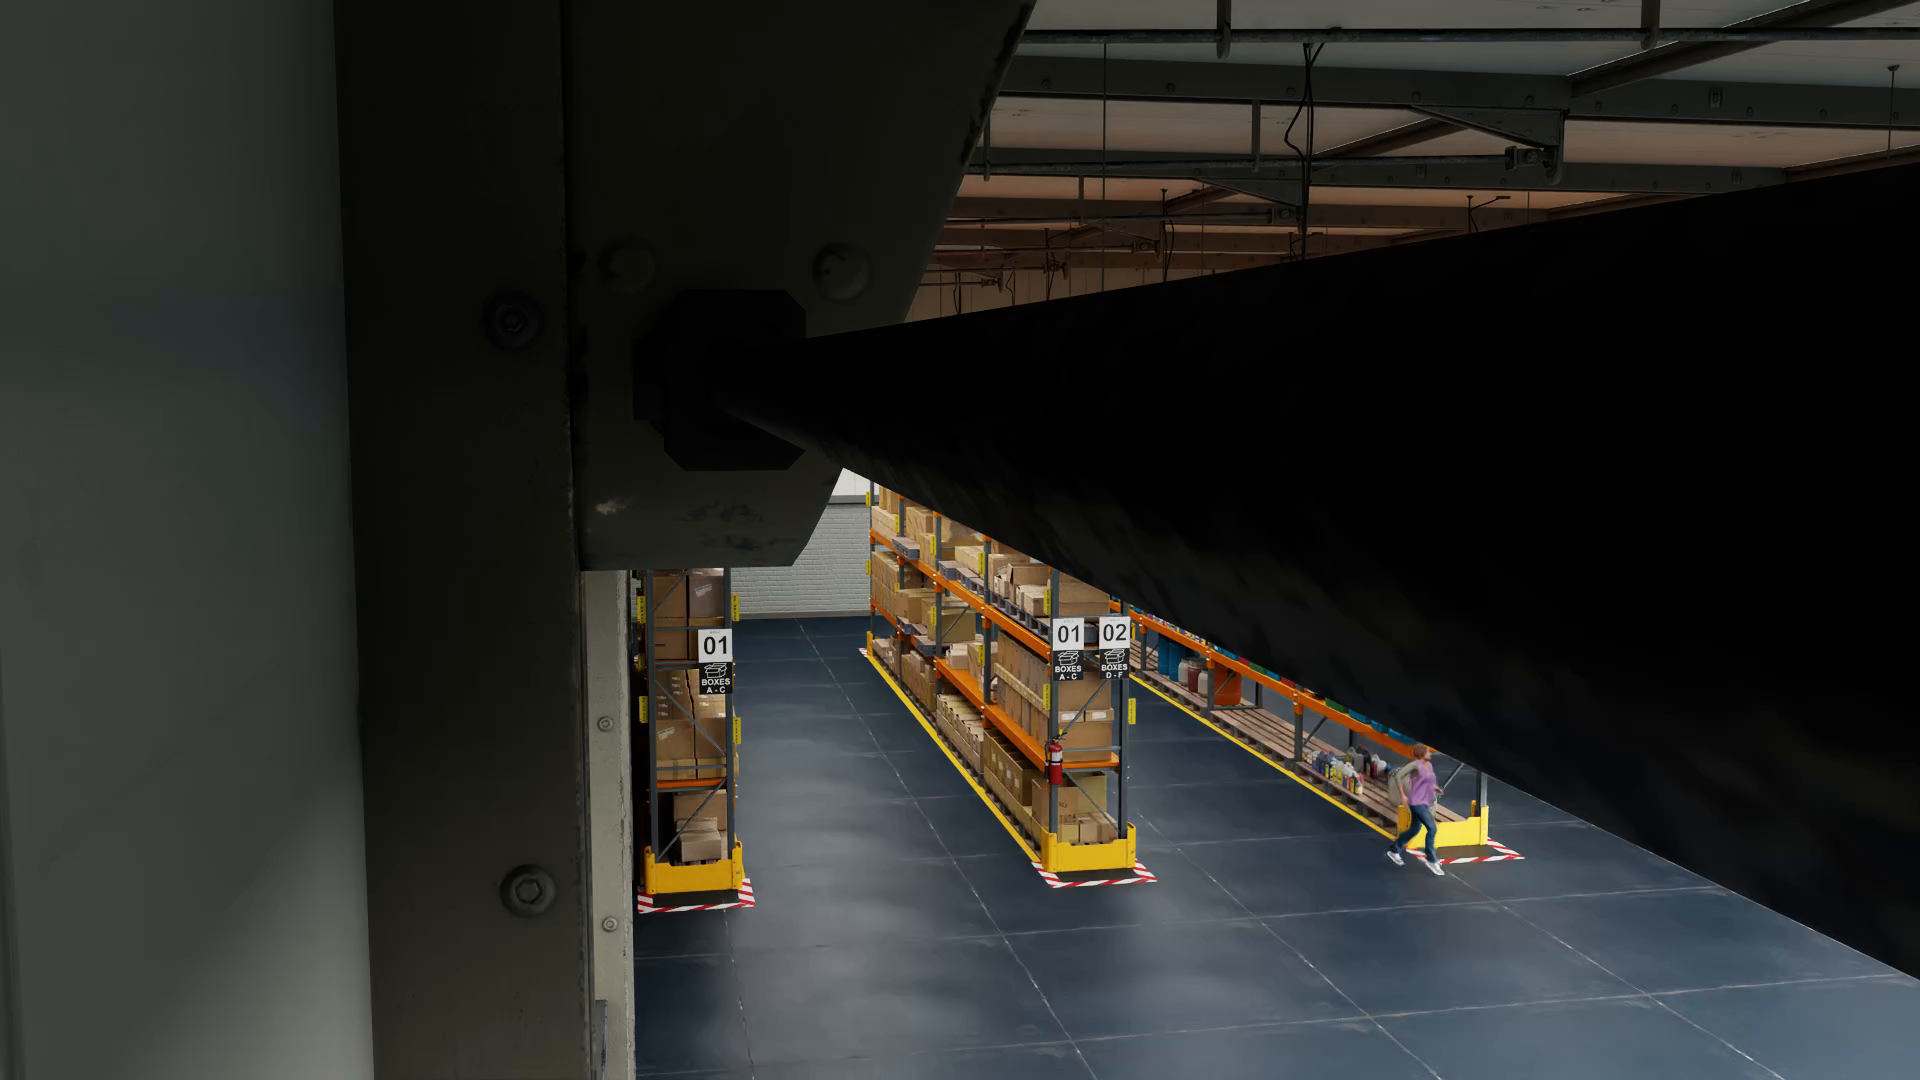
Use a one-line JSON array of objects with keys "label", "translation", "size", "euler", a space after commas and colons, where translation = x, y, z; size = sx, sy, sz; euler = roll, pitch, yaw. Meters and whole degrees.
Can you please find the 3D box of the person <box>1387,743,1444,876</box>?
[{"label": "person", "translation": [5.818, 3.349, 20.952], "size": [0.771, 1.585, 0.541], "euler": [5, 8, 39]}]
